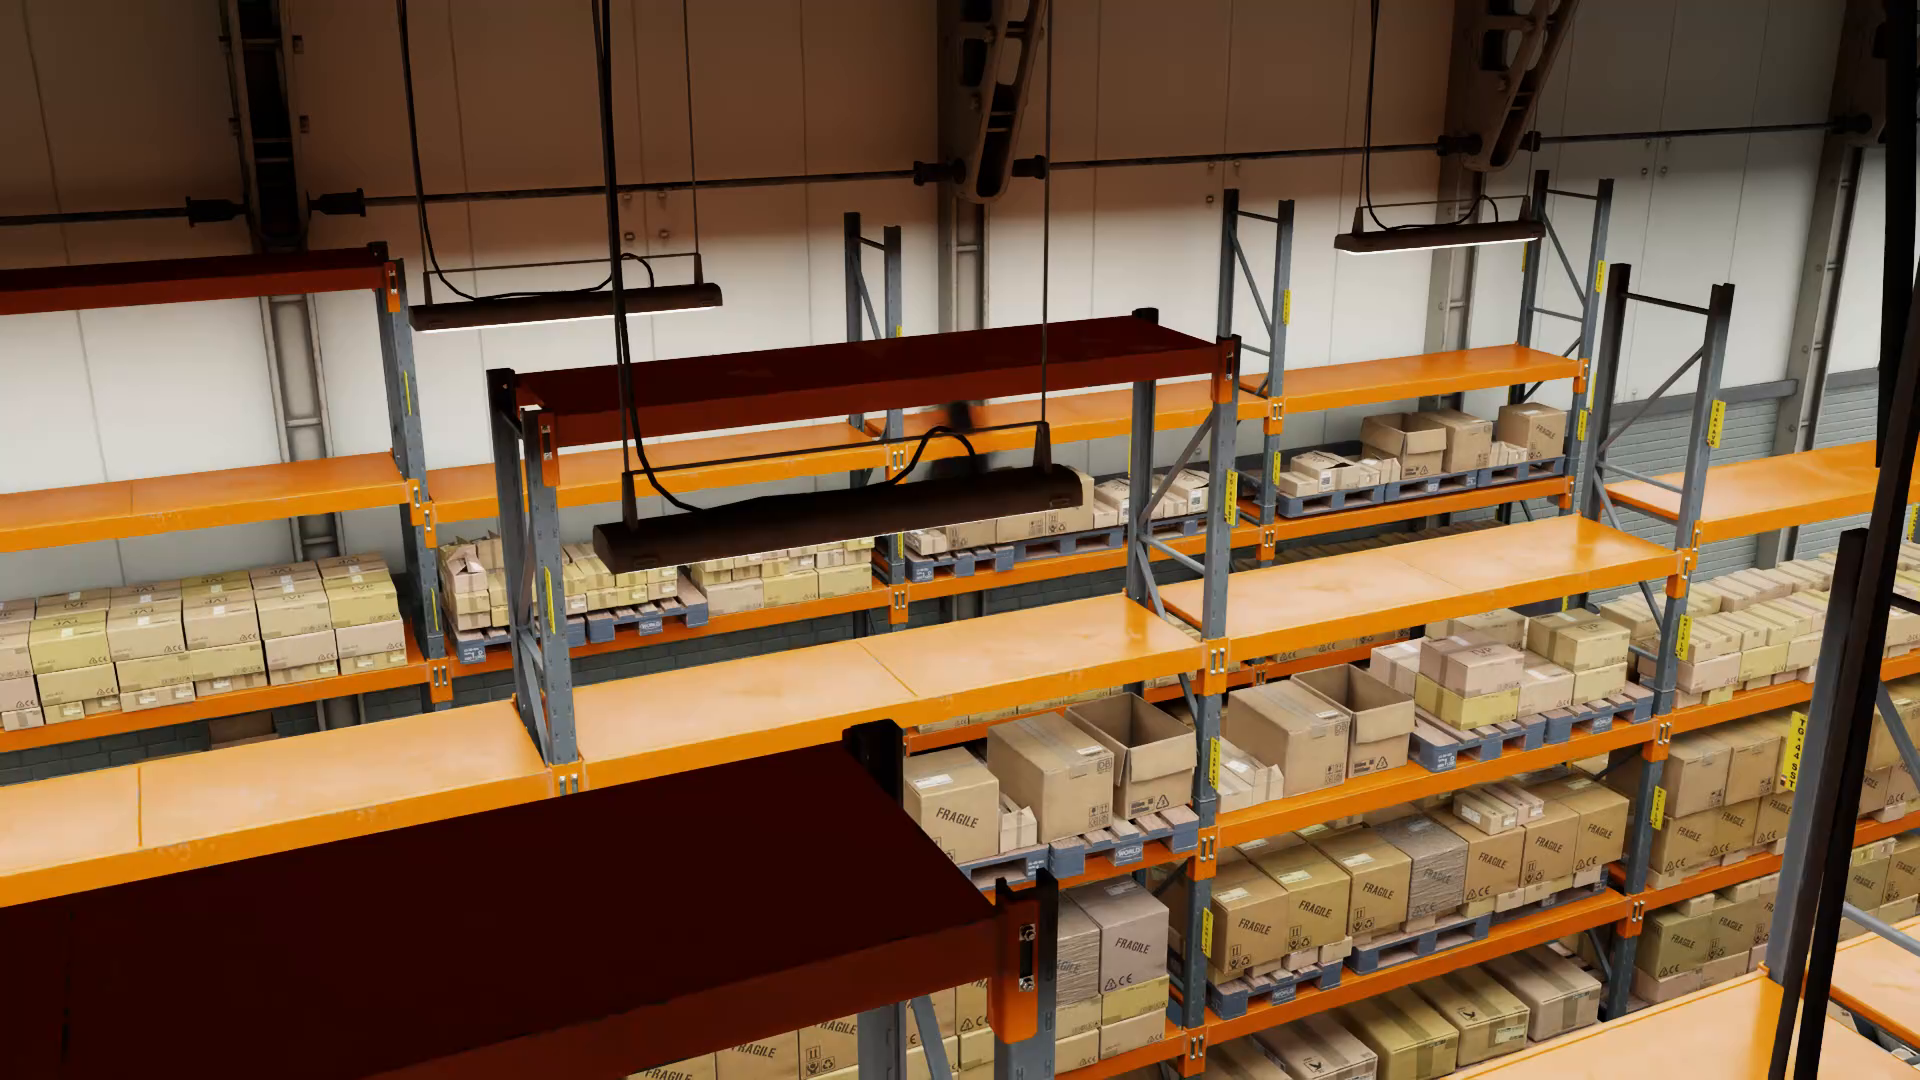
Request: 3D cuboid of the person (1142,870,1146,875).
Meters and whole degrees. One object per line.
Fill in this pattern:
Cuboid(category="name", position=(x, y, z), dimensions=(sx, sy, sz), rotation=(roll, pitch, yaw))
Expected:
Cuboid(category="person", position=(1.793, 2.835, 13.839), dimensions=(0.778, 1.709, 0.687), rotation=(-14, 23, -36))
